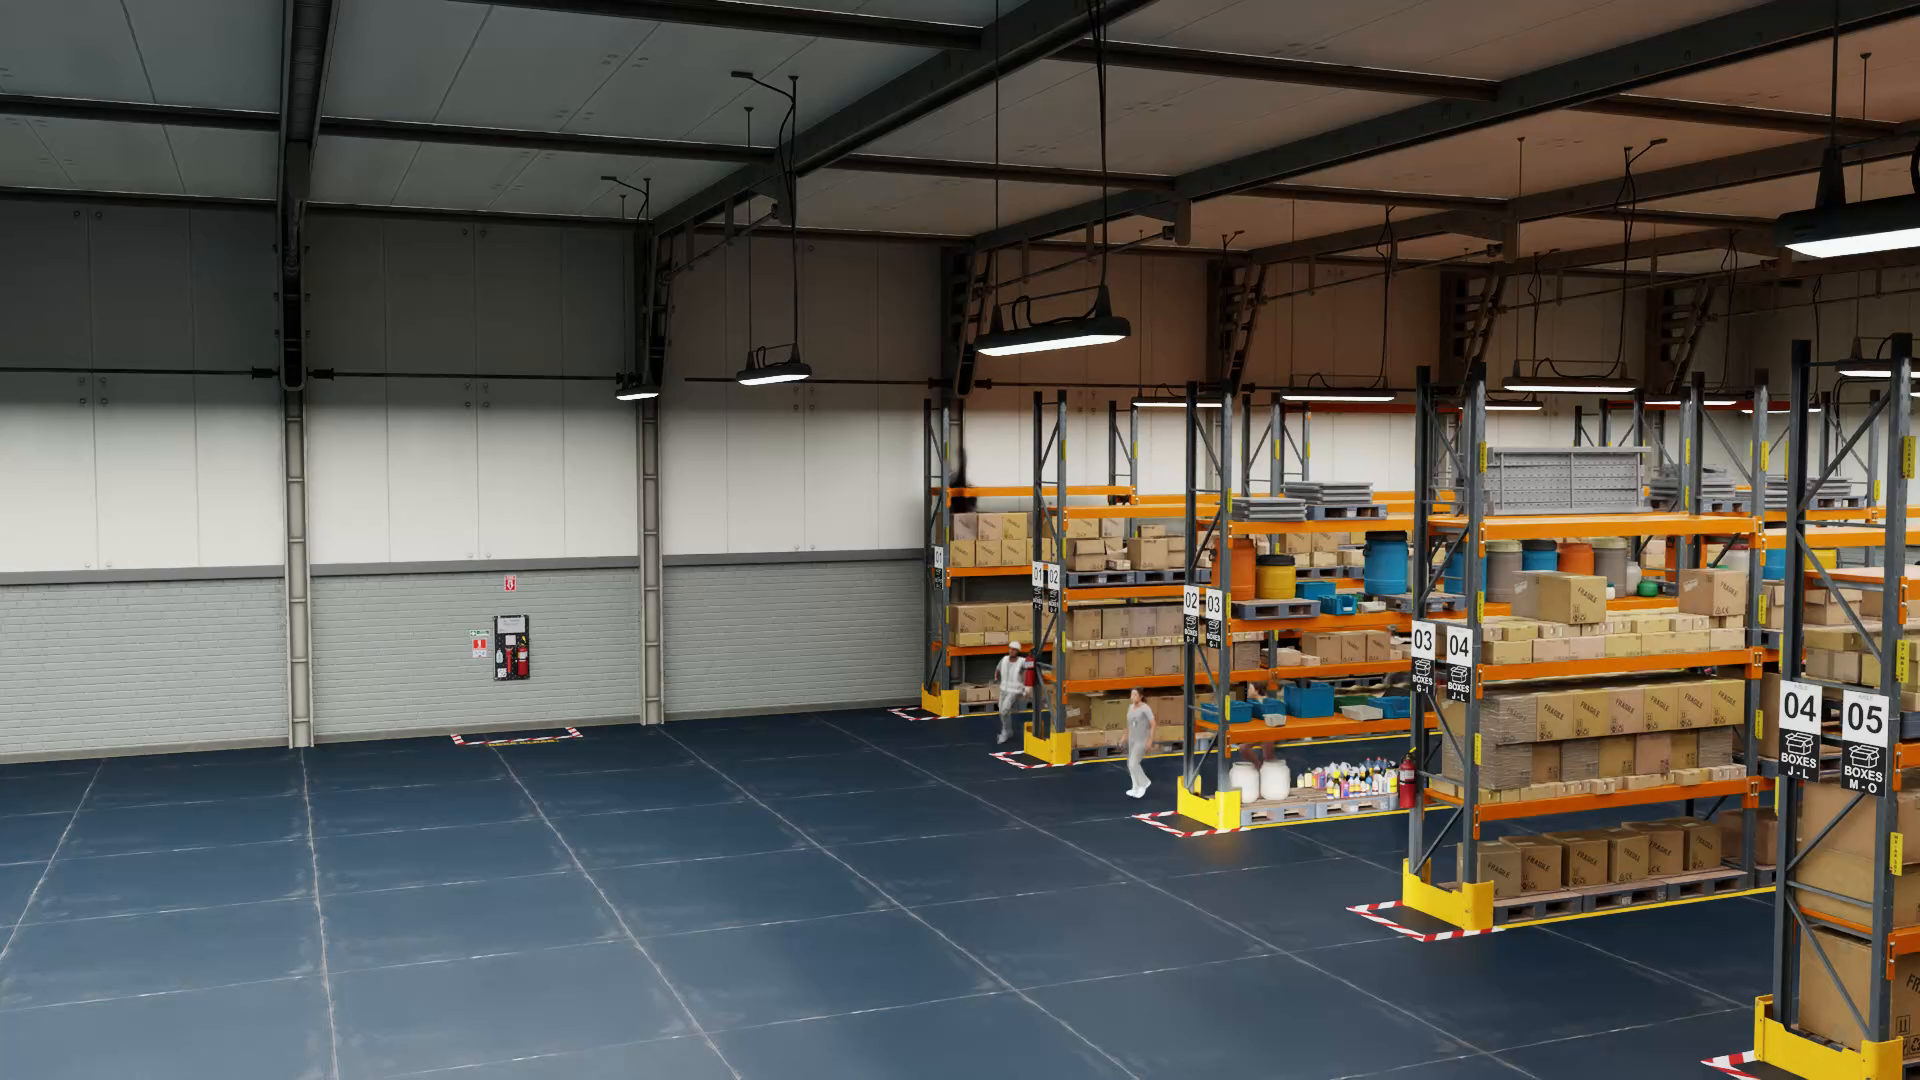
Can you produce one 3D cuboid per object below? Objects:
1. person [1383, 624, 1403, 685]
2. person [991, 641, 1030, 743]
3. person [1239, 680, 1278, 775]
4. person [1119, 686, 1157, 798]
[{"bbox_3d":[8.361,2.452,31.819,0.897,1.738,0.587,-1,3,-16],"label":"person"},{"bbox_3d":[0.887,2.616,28.580,0.749,1.771,0.650,3,4,38],"label":"person"},{"bbox_3d":[4.586,2.897,25.057,0.833,1.582,0.547,-1,4,-19],"label":"person"},{"bbox_3d":[2.592,2.913,23.919,0.485,1.653,0.525,-2,4,-35],"label":"person"}]
